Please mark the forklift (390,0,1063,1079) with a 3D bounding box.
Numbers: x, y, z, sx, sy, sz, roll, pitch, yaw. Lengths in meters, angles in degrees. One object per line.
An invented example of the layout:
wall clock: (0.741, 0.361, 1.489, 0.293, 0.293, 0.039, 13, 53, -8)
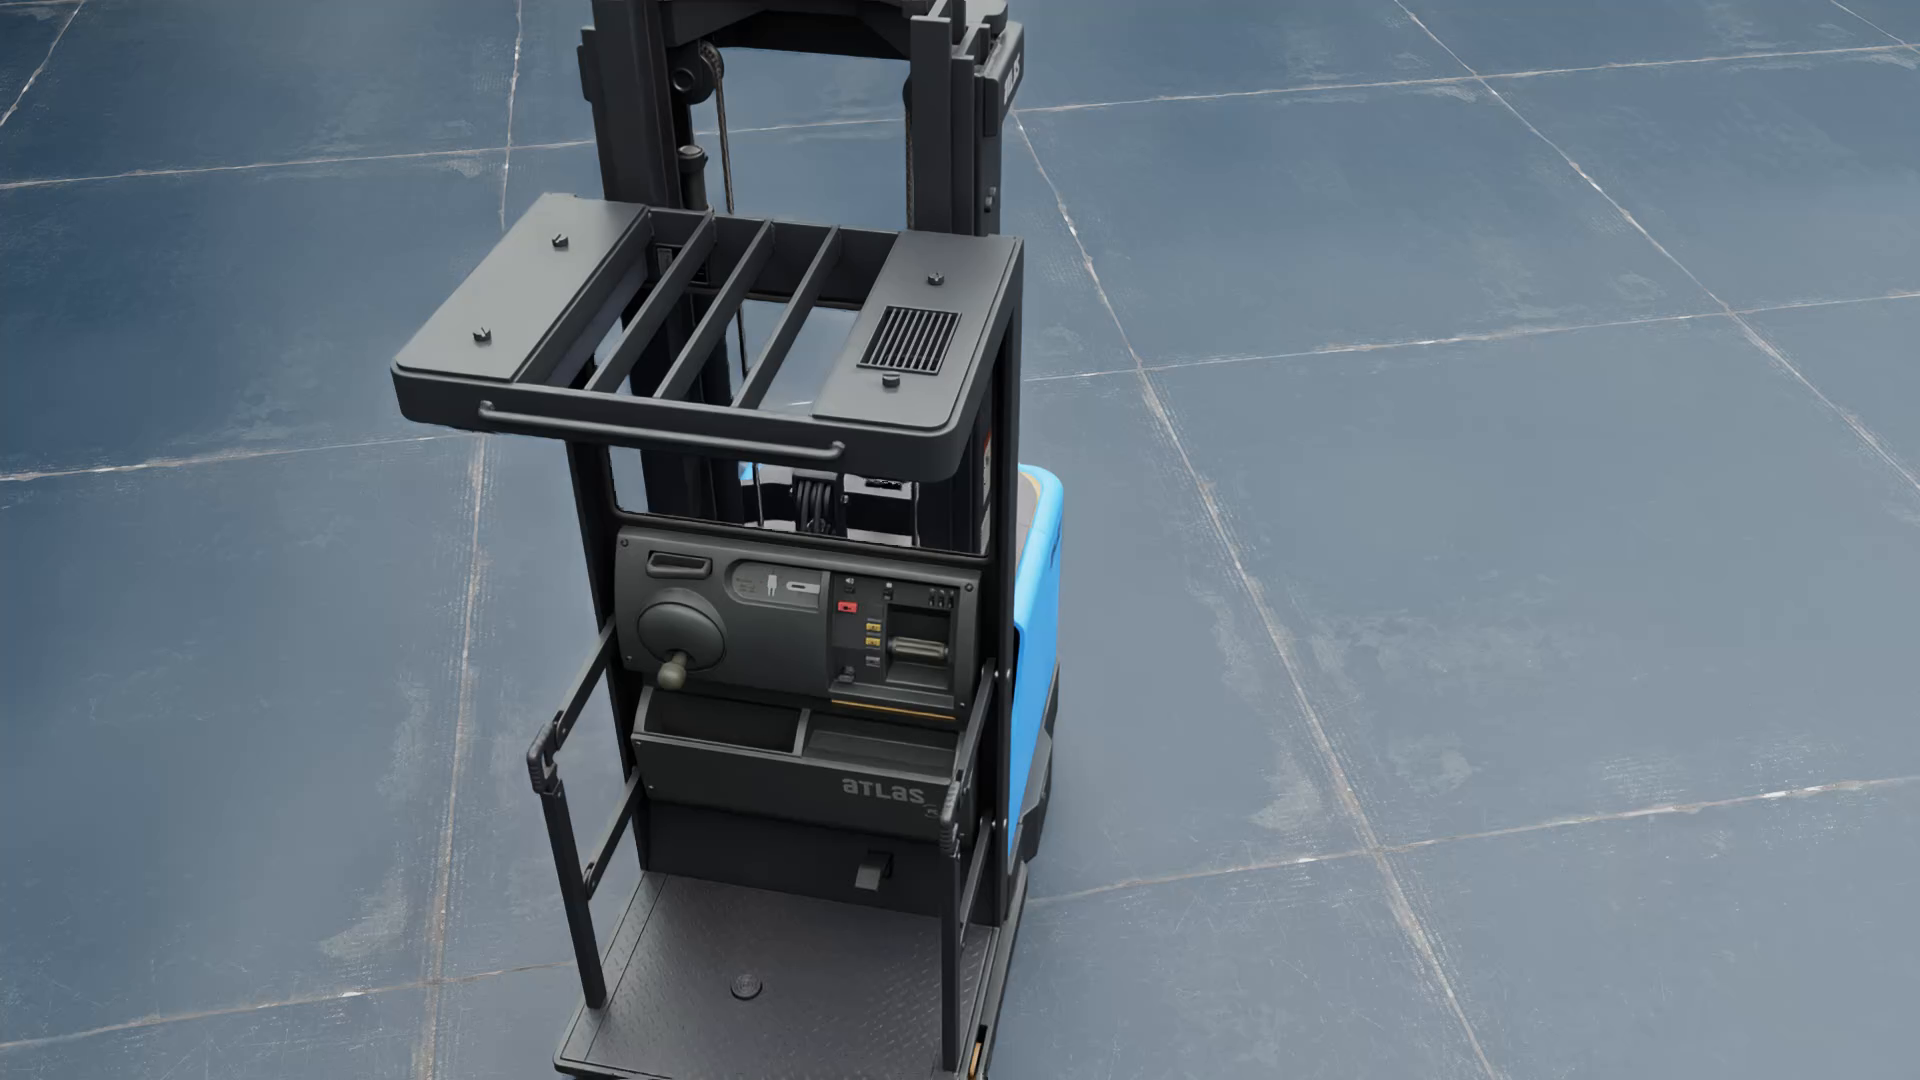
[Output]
forklift: (-0.455, 0.286, 3.992, 1.130, 2.935, 3.031, 7, 38, 9)
